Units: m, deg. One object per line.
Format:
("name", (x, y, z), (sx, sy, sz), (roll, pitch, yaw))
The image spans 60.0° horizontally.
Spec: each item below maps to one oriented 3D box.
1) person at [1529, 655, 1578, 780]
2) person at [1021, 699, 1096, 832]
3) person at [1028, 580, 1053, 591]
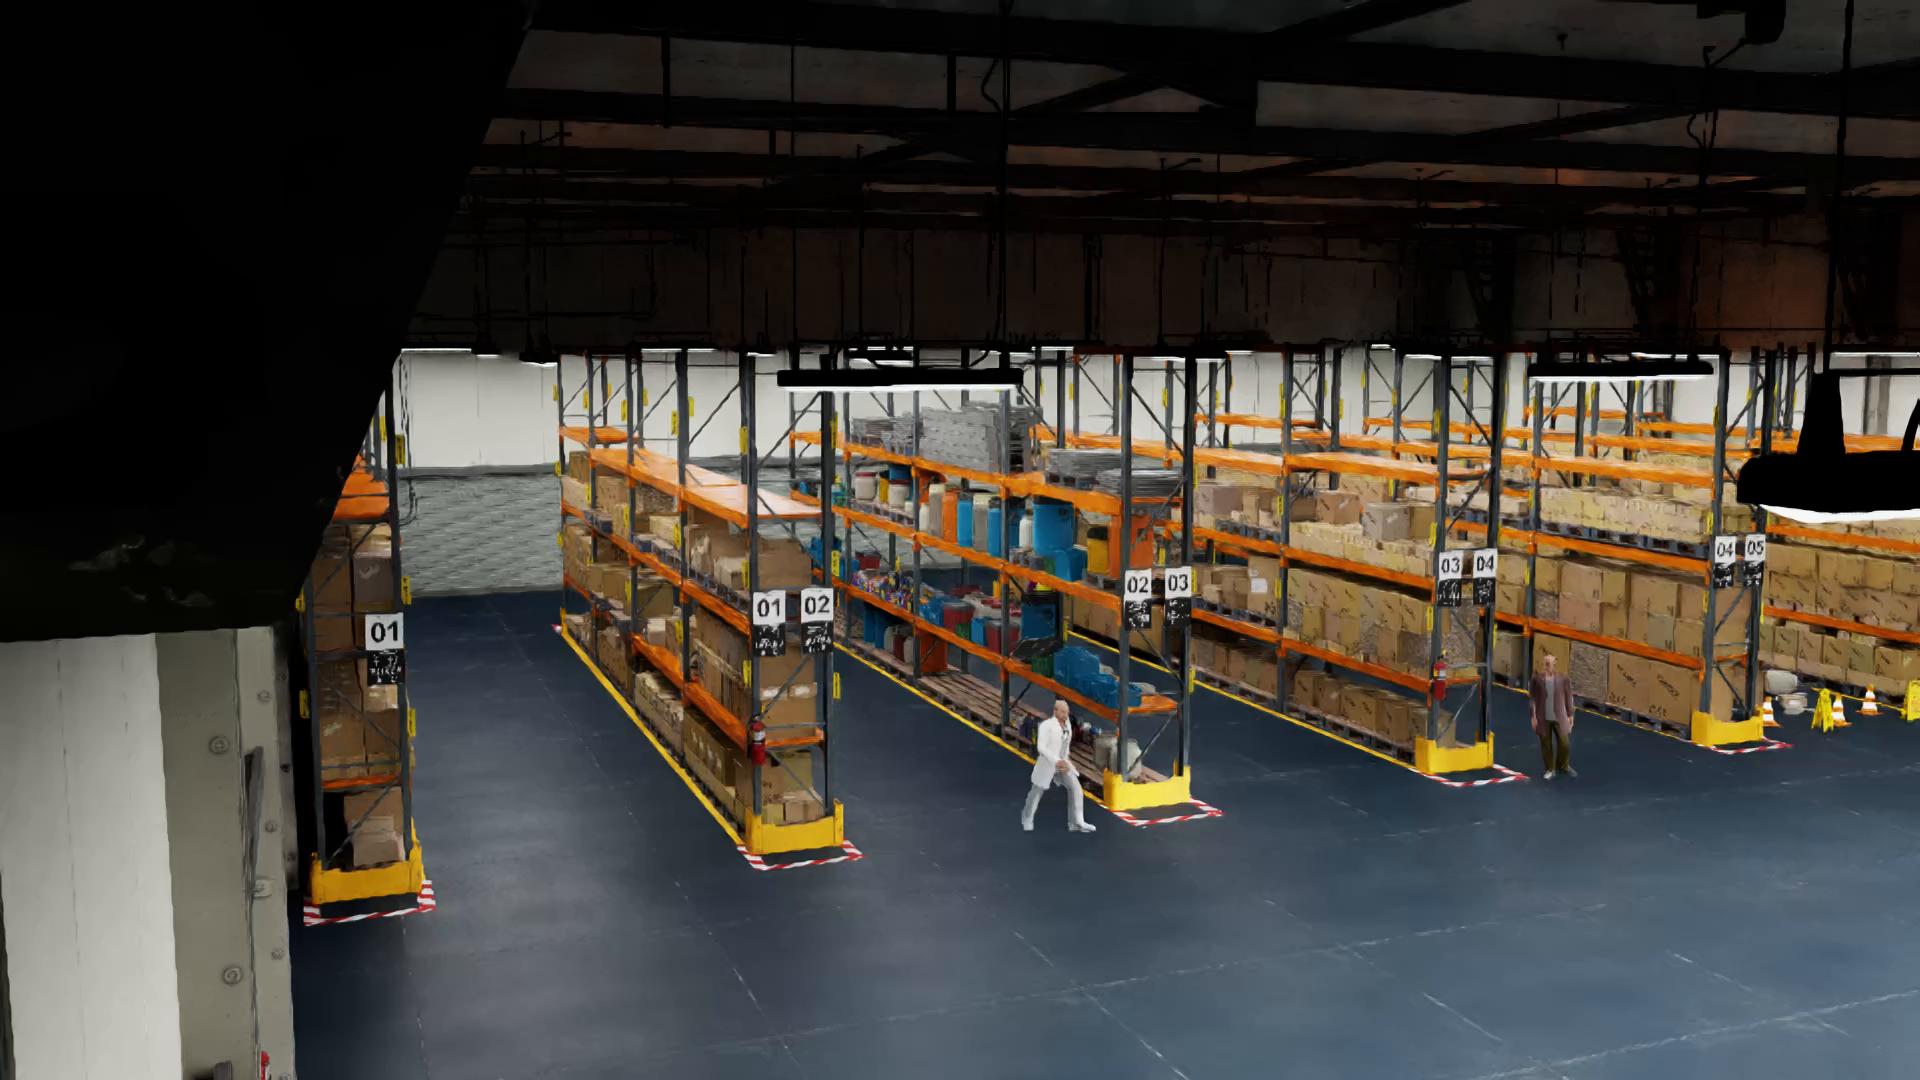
("person", (8.367, 2.486, 23.413), (0.702, 1.764, 0.506), (3, 8, 20))
("person", (1.174, 2.821, 20.914), (0.724, 1.713, 0.901), (-6, 9, -37))
("person", (1.648, 1.225, 33.552), (0.572, 1.691, 1.121), (-2, 8, -19))
